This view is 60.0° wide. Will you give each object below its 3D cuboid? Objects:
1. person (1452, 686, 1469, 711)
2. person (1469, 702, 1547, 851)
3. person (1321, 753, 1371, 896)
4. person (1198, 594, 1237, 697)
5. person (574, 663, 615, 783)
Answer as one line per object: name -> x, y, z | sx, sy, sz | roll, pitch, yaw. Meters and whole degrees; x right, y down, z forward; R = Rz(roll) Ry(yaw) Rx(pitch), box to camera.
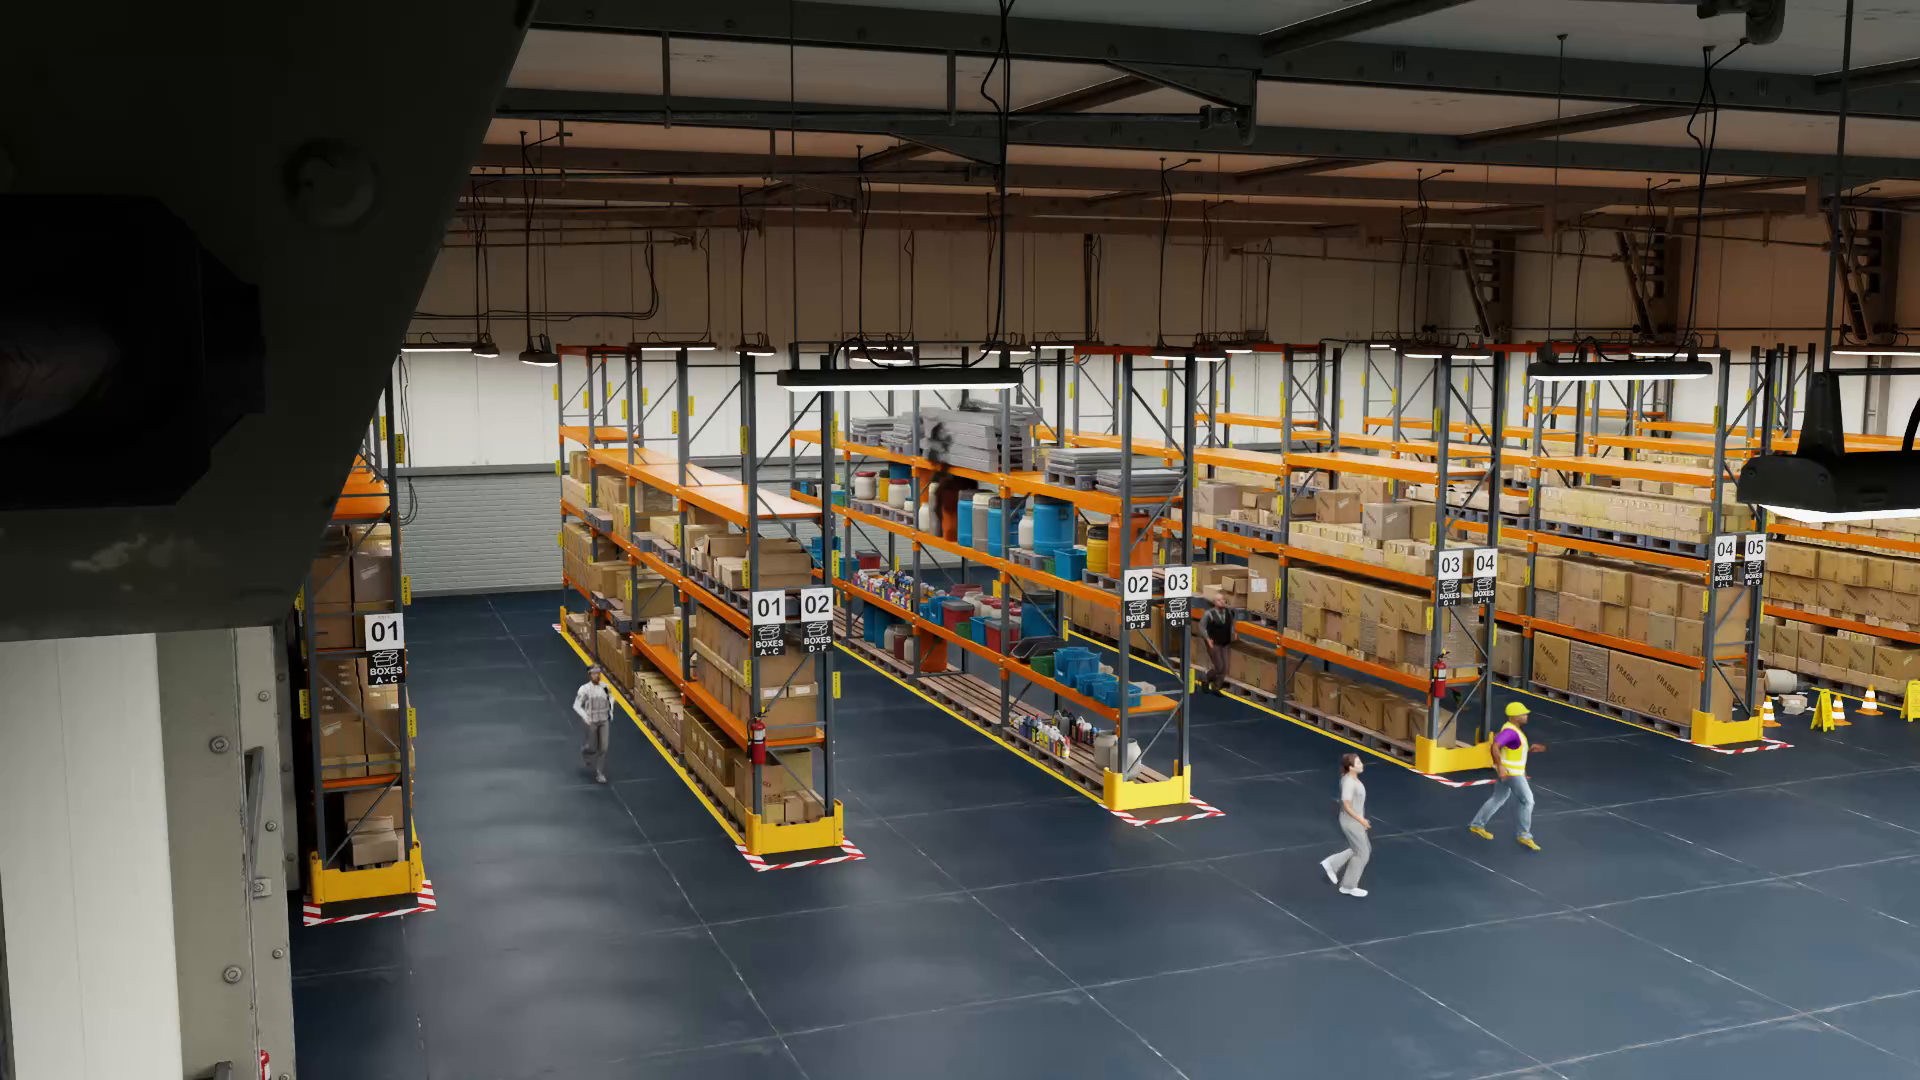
person -> 8.291, 1.895, 27.972 | 0.658, 1.799, 0.936 | -4, 8, -27
person -> 6.709, 2.874, 20.317 | 0.876, 1.818, 0.675 | 1, 7, 9
person -> 4.341, 3.174, 18.624 | 0.551, 1.637, 0.565 | 1, 7, 10
person -> 4.268, 1.734, 27.376 | 0.656, 1.703, 0.575 | -3, 8, -24
person -> -5.130, 2.546, 23.441 | 0.617, 1.671, 0.696 | -4, 8, -31
